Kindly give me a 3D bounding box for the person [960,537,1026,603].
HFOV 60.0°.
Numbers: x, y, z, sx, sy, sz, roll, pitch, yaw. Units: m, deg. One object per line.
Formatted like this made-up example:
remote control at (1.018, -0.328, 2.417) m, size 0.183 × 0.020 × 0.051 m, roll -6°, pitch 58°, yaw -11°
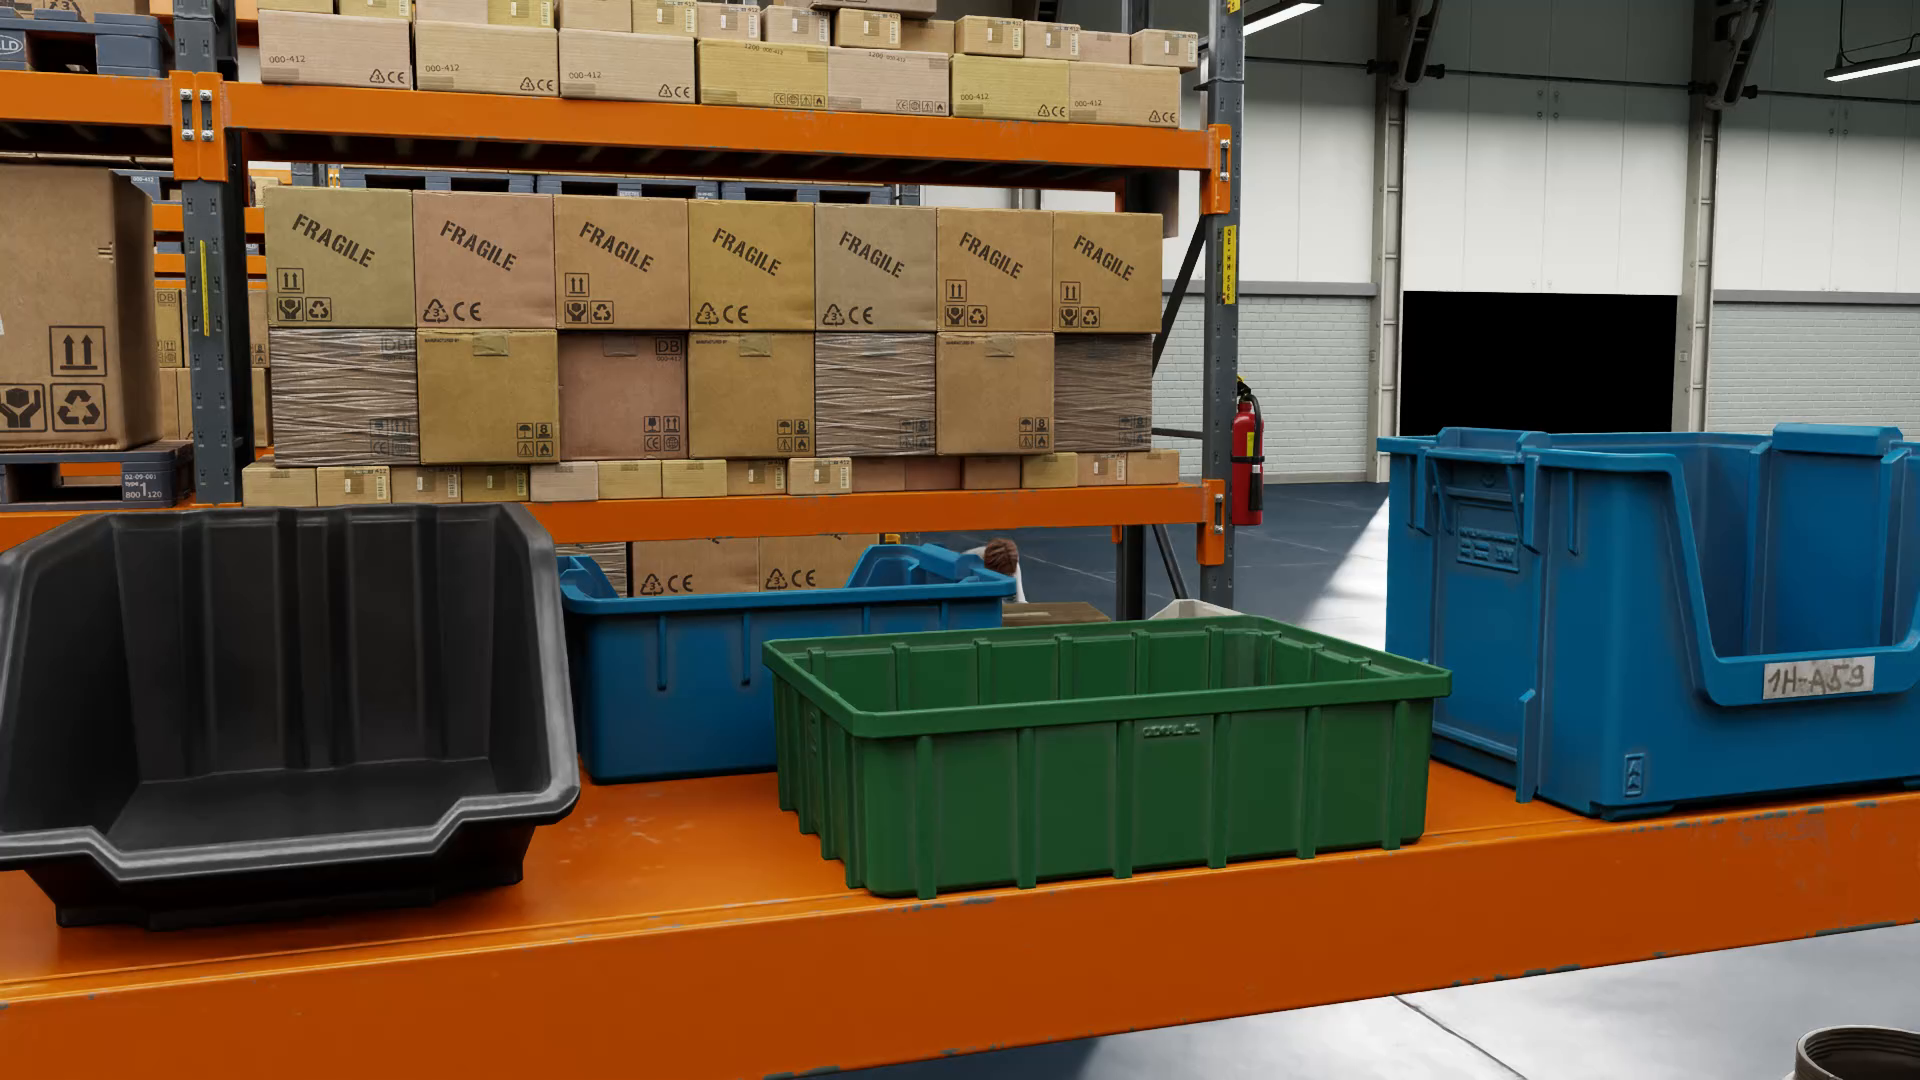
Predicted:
person at (0.104, 0.398, 9.395) m, size 0.447 × 0.886 × 0.795 m, roll -2°, pitch 6°, yaw -19°
